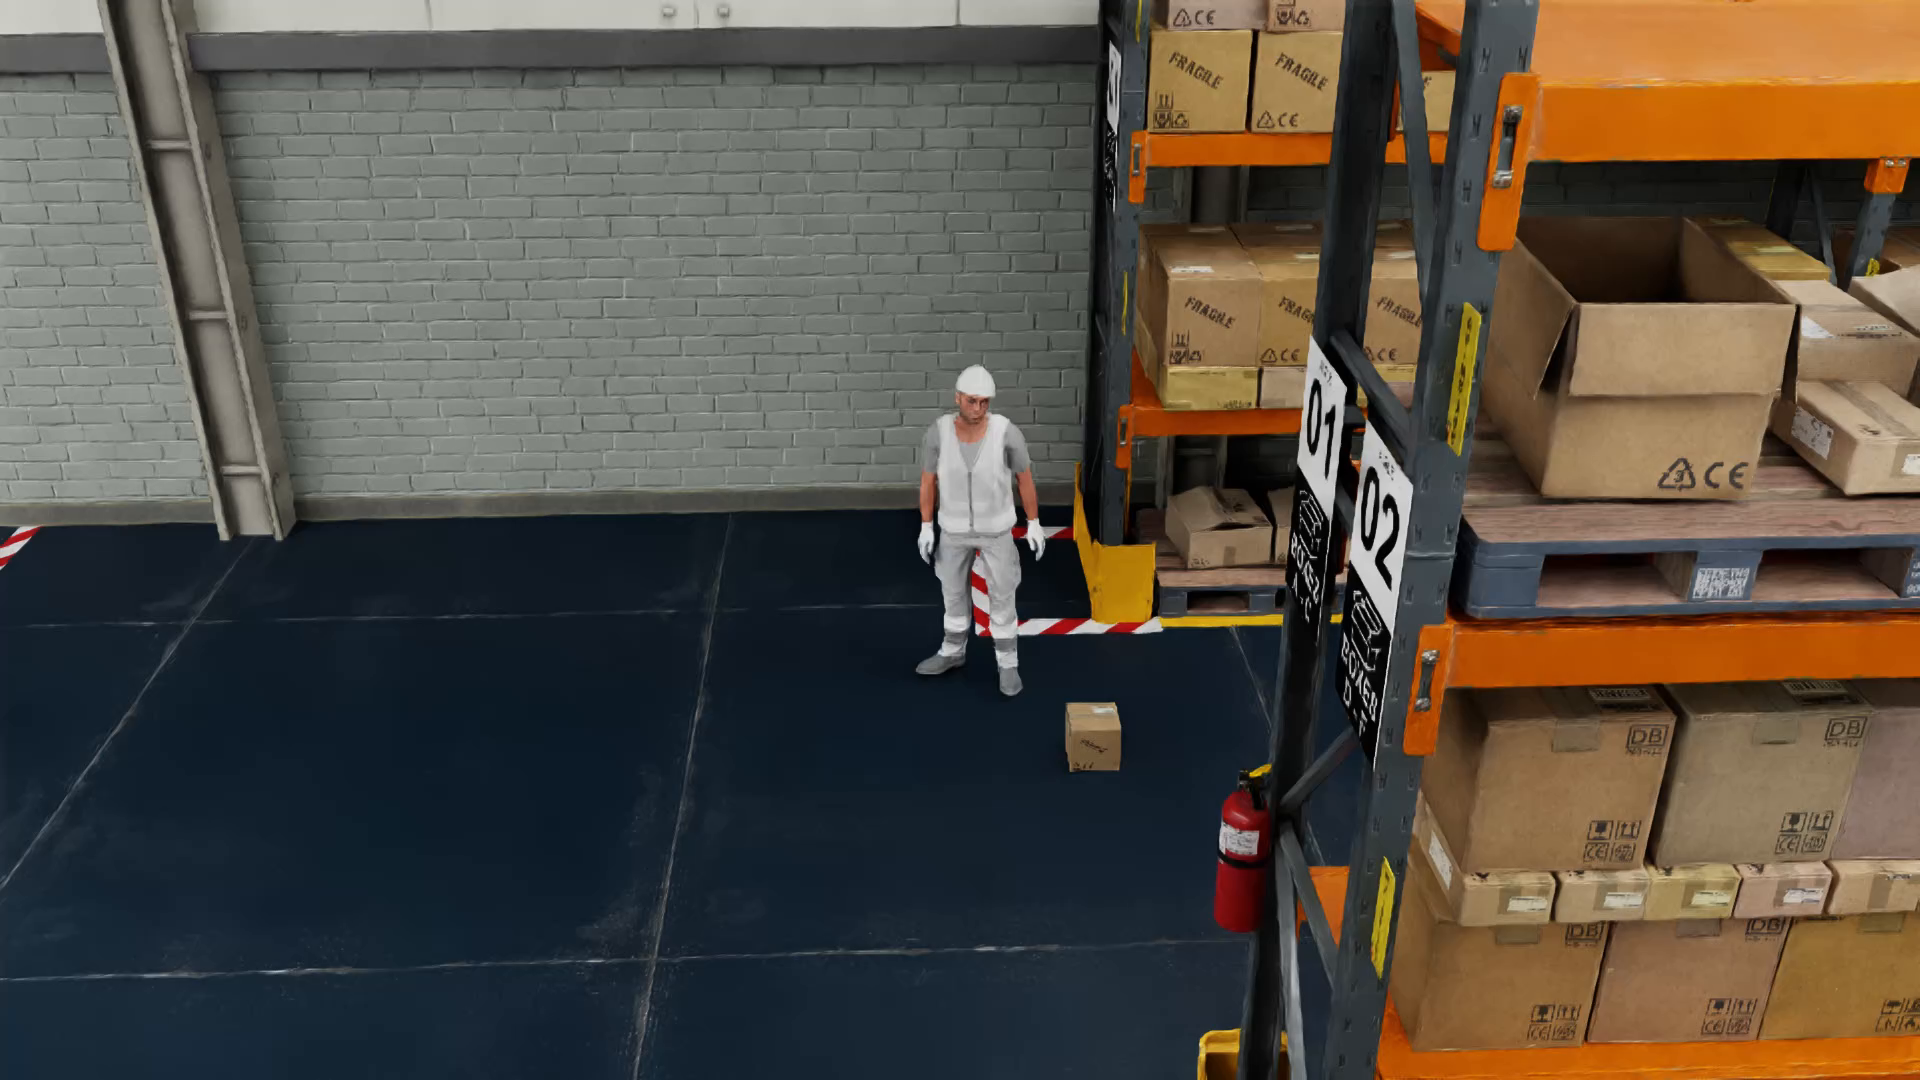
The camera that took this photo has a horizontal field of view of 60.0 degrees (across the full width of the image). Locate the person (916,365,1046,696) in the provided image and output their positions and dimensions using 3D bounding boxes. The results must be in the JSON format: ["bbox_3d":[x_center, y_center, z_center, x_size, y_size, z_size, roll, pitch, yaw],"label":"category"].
[{"bbox_3d":[0.102,-0.053,8.626,0.687,1.793,0.377,5,28,9],"label":"person"}]
